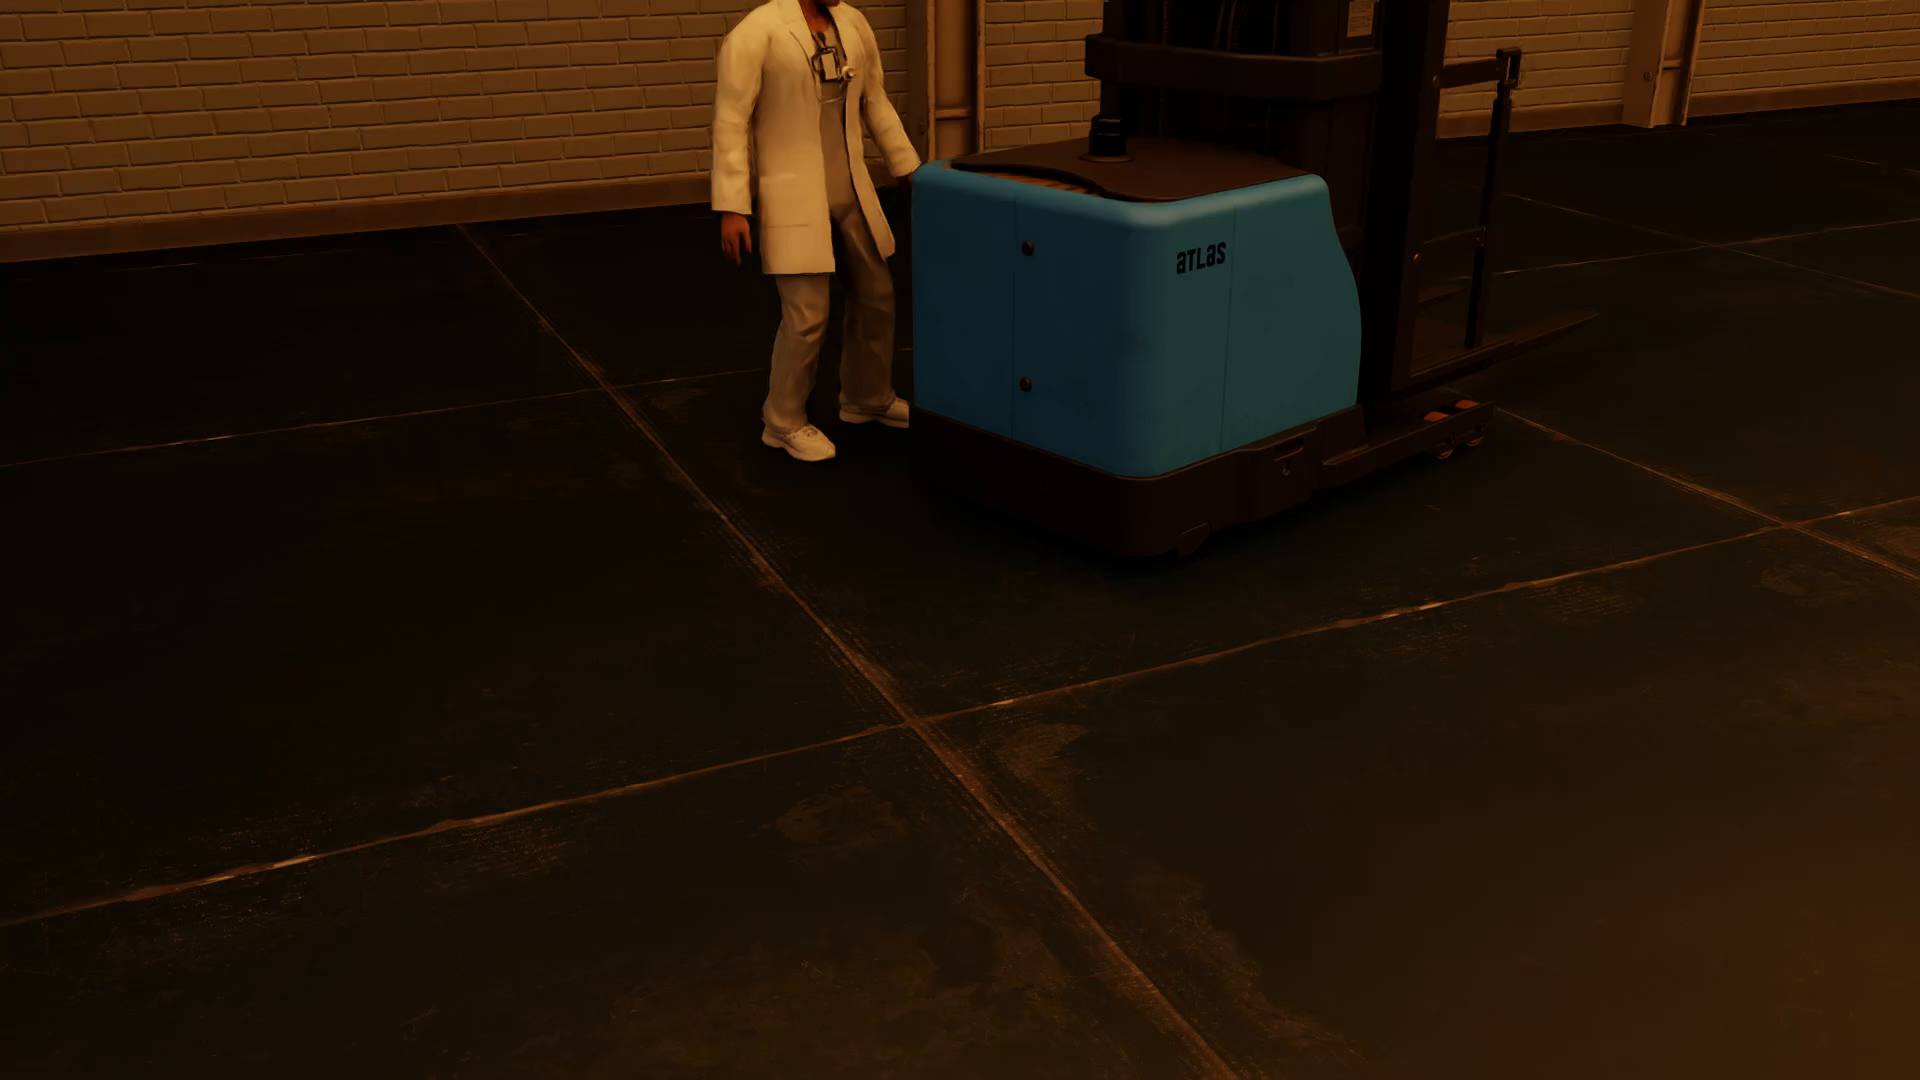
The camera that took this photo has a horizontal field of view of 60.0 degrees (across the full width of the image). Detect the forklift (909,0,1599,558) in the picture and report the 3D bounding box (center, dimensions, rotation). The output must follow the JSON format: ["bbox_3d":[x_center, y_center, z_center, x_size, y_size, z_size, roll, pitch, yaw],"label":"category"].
[{"bbox_3d":[1.255,-1.762,5.528,3.031,2.935,1.130,-20,30,-39],"label":"forklift"}]

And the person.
[{"bbox_3d":[-0.465,-1.151,5.594,0.824,1.754,0.392,-21,30,-41],"label":"person"}]
